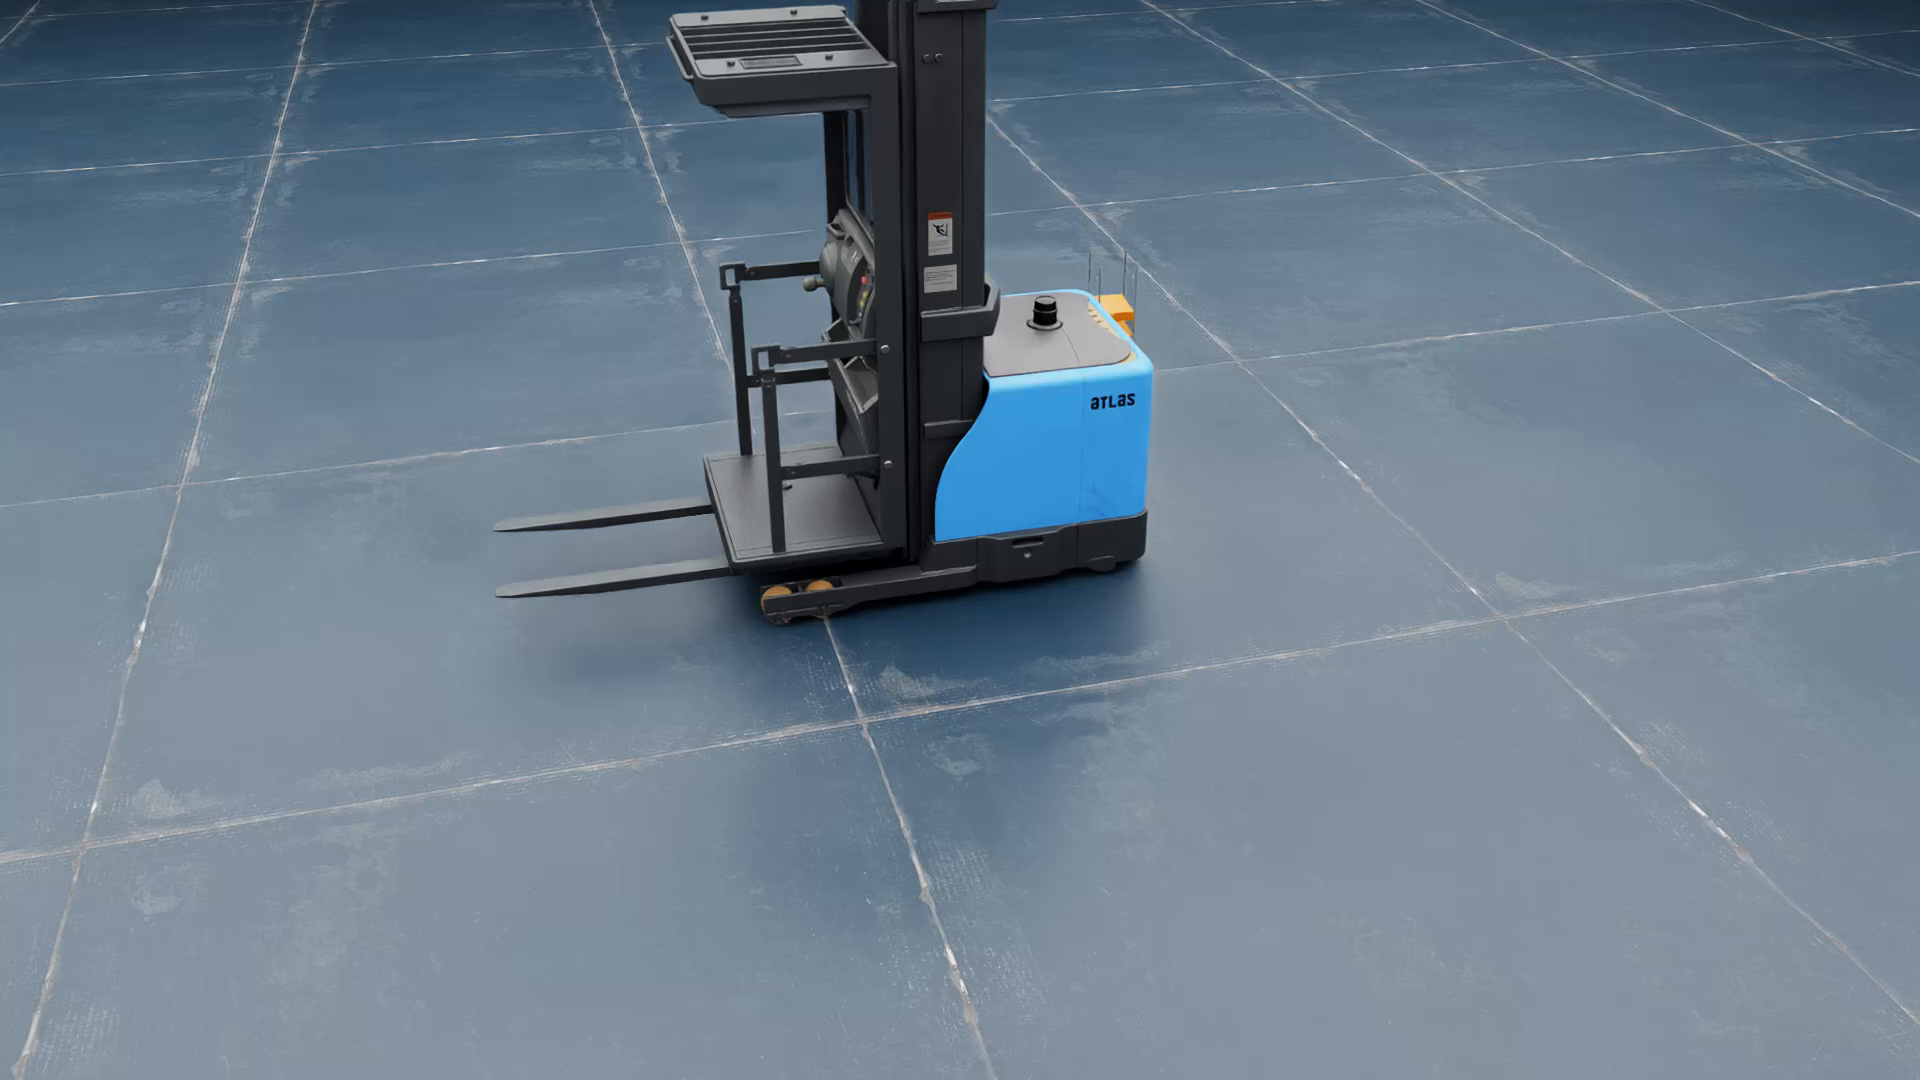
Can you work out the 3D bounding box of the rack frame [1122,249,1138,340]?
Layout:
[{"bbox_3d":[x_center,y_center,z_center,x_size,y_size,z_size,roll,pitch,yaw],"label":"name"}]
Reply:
[{"bbox_3d":[0.852,-0.888,8.587,0.006,1.200,0.240,-5,30,-8],"label":"rack frame"}]

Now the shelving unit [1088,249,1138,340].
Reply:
[{"bbox_3d":[0.762,-0.881,8.574,0.189,1.200,0.258,-5,30,-8],"label":"shelving unit"}]

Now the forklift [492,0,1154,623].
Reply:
[{"bbox_3d":[-0.681,-1.181,7.365,3.031,2.935,1.130,-8,31,-13],"label":"forklift"}]

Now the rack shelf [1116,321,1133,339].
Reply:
[{"bbox_3d":[0.762,-1.050,8.476,0.180,0.103,0.258,-5,30,-8],"label":"rack shelf"}]

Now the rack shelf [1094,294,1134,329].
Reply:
[{"bbox_3d":[0.762,-1.154,8.416,0.180,0.103,0.258,-5,30,-8],"label":"rack shelf"}]

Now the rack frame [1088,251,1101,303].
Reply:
[{"bbox_3d":[0.672,-0.873,8.561,0.006,1.200,0.240,-5,30,-8],"label":"rack frame"}]
